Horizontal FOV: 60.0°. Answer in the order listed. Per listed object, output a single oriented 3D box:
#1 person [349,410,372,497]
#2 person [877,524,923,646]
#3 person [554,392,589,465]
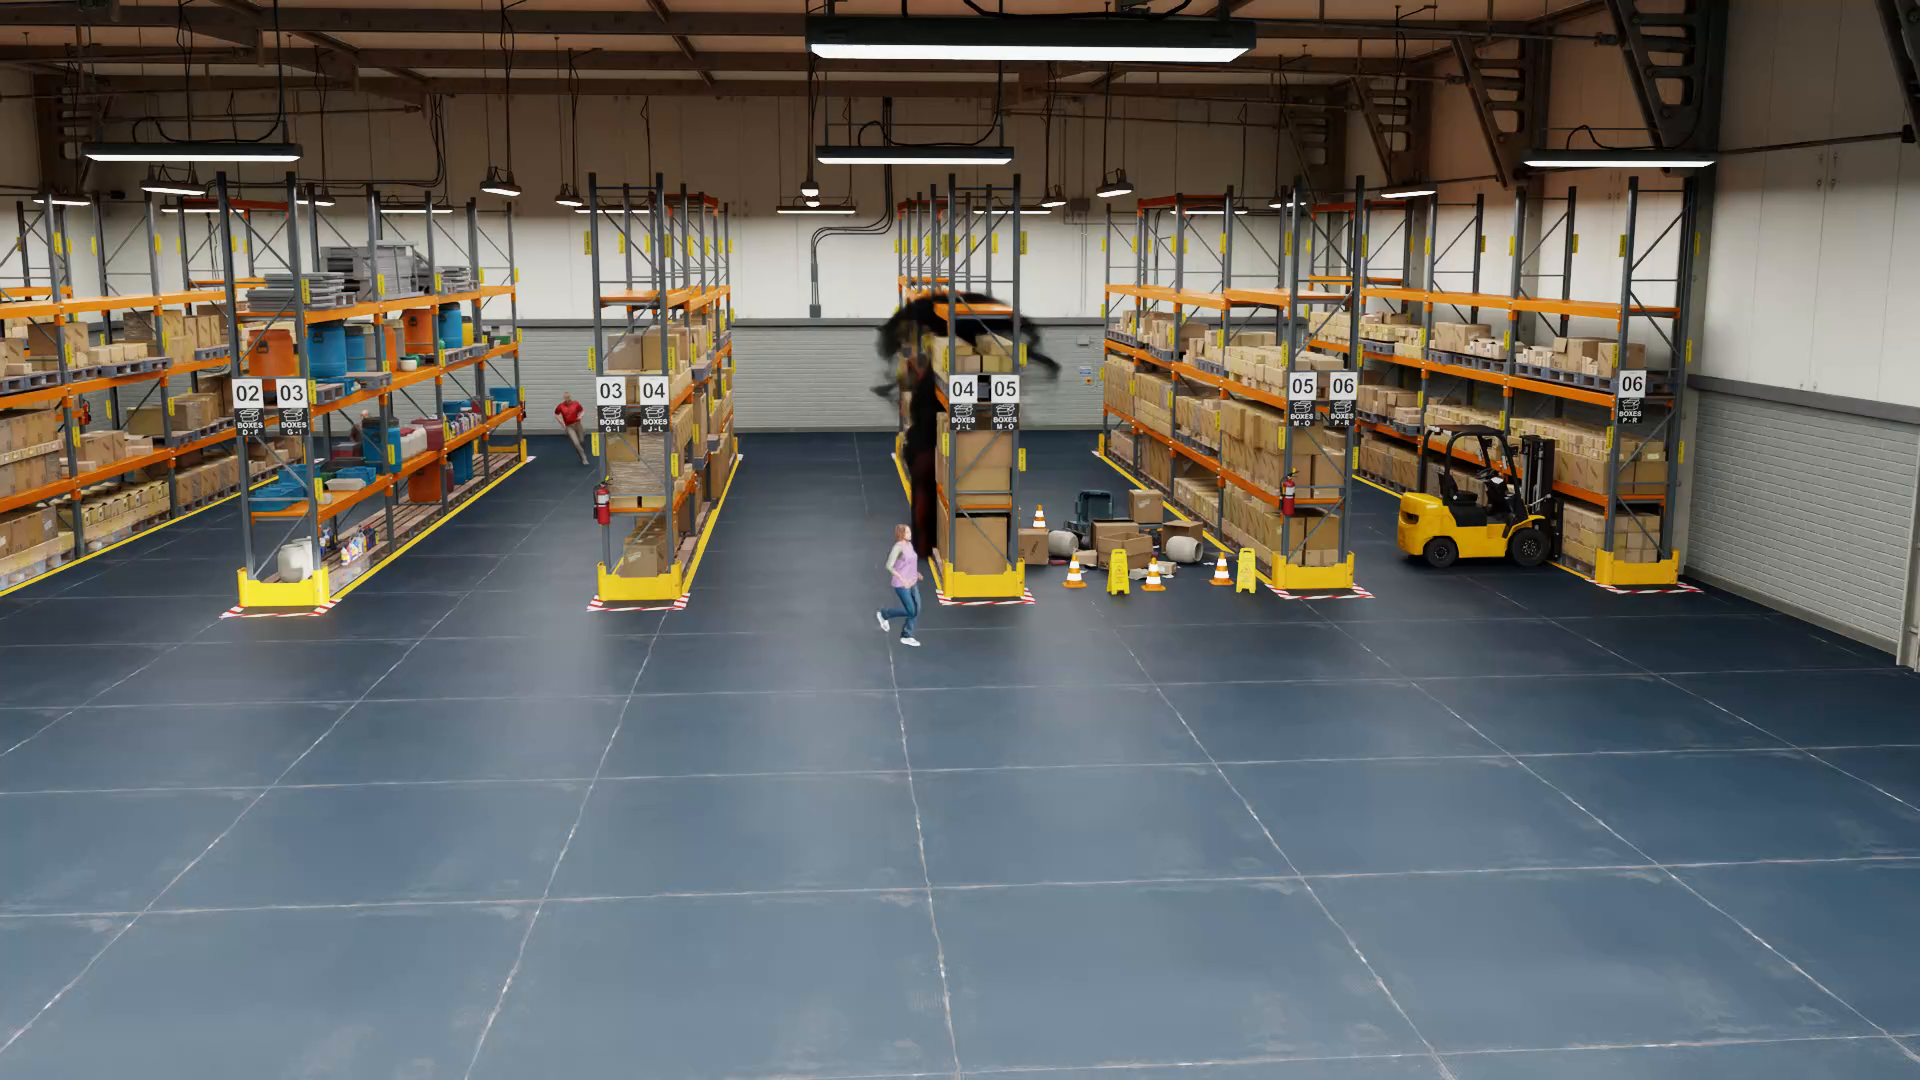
[{"bbox_3d":[-12.041,-1.773,33.783,0.723,1.723,0.634,-1,10,-7],"label":"person"},{"bbox_3d":[-0.758,0.559,21.125,0.576,1.563,0.536,5,11,27],"label":"person"},{"bbox_3d":[-9.052,-2.609,38.721,0.700,1.692,0.916,-5,11,-26],"label":"person"}]
